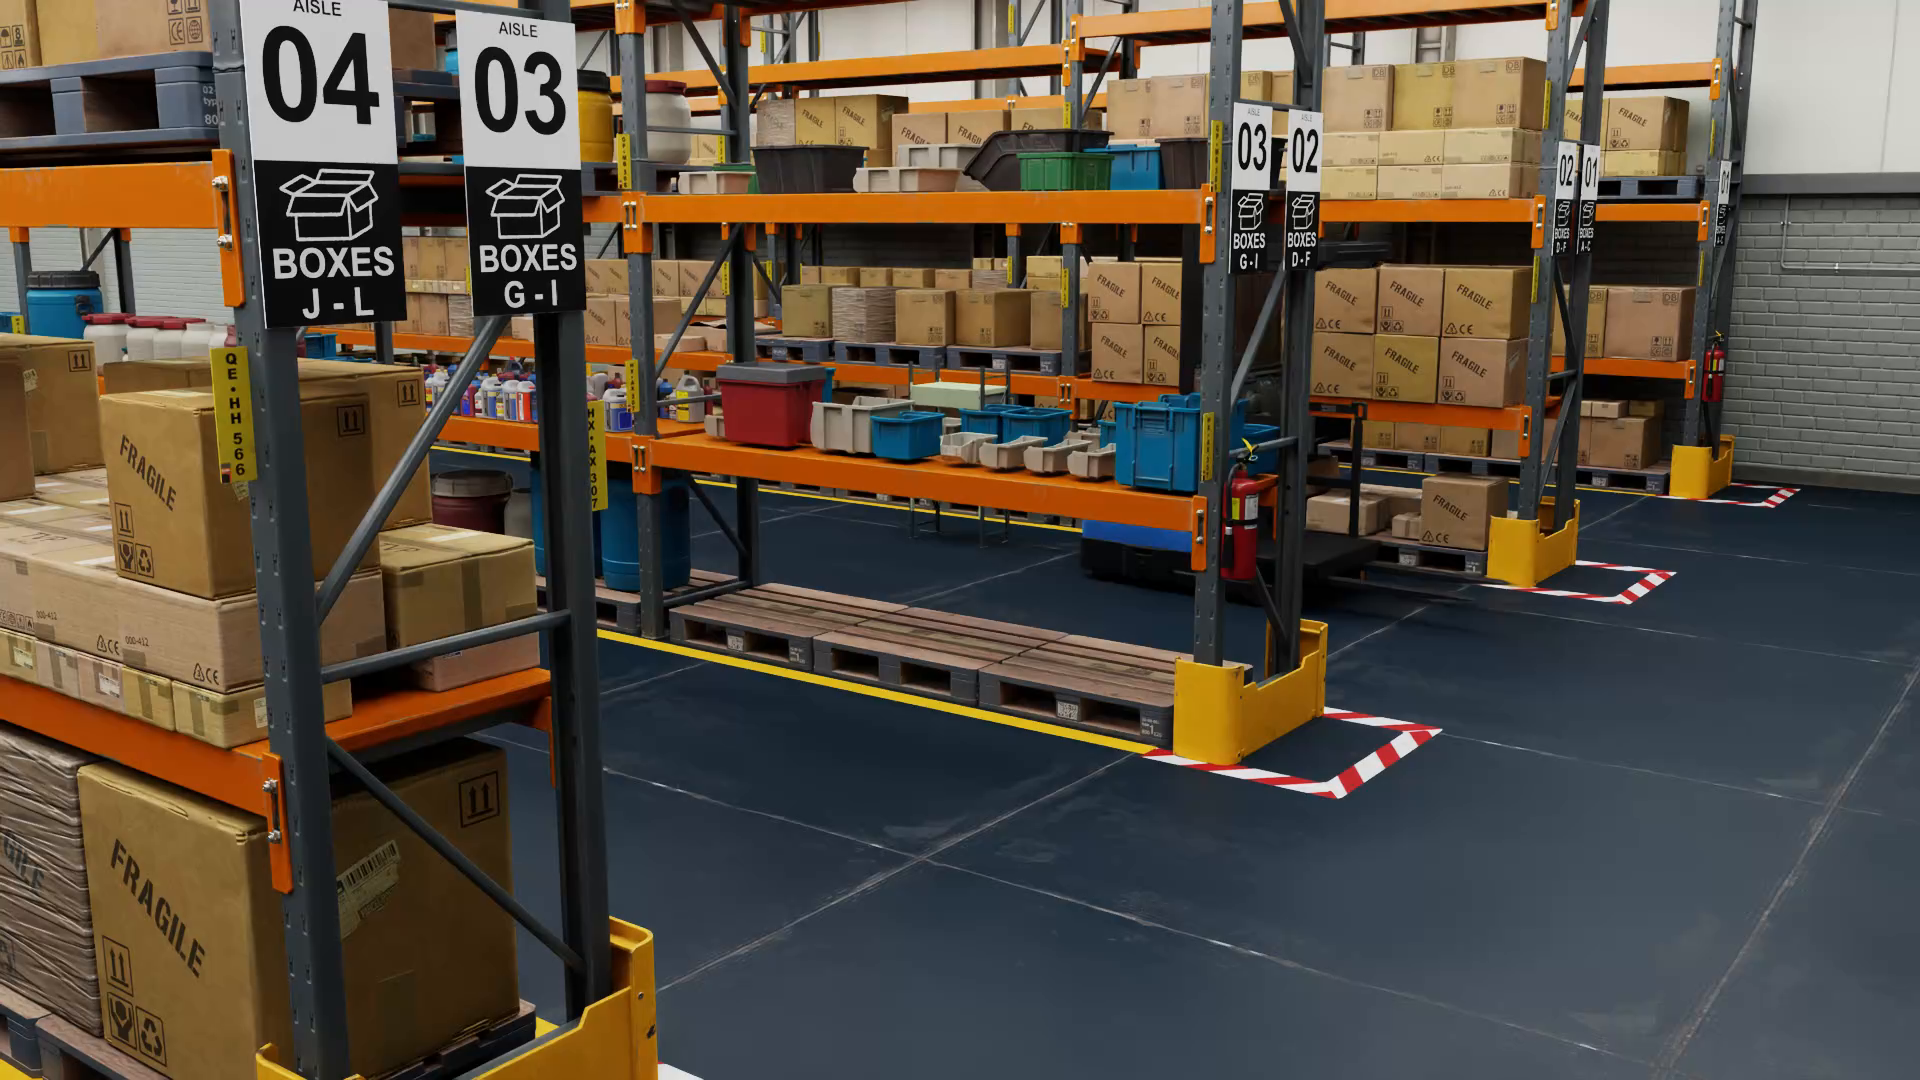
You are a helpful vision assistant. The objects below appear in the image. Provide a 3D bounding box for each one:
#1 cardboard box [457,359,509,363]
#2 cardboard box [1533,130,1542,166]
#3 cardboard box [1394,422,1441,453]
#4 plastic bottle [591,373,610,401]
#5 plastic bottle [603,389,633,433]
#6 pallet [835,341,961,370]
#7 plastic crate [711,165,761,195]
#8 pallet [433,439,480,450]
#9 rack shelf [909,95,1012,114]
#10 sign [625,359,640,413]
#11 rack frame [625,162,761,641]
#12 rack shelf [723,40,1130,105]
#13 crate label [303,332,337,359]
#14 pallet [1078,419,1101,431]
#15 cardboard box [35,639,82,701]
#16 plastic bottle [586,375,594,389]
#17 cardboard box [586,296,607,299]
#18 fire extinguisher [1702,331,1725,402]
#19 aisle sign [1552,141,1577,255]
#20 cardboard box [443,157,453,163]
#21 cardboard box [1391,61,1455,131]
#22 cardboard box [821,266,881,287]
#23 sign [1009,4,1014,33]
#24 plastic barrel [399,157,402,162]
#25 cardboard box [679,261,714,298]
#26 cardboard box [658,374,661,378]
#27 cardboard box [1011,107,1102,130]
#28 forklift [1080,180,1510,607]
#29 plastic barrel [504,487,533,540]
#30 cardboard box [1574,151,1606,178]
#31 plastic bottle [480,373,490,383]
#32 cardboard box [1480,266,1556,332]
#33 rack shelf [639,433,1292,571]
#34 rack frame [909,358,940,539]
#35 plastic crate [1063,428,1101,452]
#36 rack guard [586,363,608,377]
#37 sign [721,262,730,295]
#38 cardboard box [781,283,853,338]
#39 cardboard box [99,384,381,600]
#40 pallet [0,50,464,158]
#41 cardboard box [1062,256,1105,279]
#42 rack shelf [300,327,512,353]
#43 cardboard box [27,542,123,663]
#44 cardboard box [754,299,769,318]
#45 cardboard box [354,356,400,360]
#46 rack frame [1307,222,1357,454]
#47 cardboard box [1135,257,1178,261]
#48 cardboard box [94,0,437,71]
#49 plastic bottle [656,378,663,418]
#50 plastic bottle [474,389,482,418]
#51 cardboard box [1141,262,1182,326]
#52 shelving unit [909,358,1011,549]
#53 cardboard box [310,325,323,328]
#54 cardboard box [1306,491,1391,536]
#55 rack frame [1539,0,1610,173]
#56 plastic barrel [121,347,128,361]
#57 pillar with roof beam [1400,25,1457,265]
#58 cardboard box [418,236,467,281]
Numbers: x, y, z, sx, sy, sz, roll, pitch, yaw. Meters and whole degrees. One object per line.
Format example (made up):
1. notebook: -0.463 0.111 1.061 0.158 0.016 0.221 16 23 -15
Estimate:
1. cardboard box: -5.823 -1.944 20.340 0.500 0.500 0.500 8 13 36
2. cardboard box: 4.186 -2.957 12.601 0.500 0.250 0.500 8 13 36
3. cardboard box: 5.096 -1.246 18.048 0.500 0.500 0.700 8 13 35
4. plastic bottle: -2.607 -1.061 11.942 0.135 0.276 0.152 8 13 36
5. plastic bottle: -2.222 -0.841 10.806 0.135 0.276 0.152 8 13 36
6. pallet: -0.432 -1.803 15.955 1.213 0.211 1.003 8 13 36
7. plastic crate: -1.193 -2.274 10.550 0.662 0.188 0.450 8 13 36
8. pallet: -5.843 -1.291 20.148 1.213 0.211 1.003 8 13 36
9. rack shelf: -0.685 -5.494 21.684 4.000 0.370 1.077 8 13 36
10. sign: -2.040 -0.959 10.361 0.005 0.325 0.100 8 13 36
11. rack frame: -1.713 -0.907 10.821 0.127 3.000 1.000 8 13 36
12. rack shelf: -0.390 -4.286 15.438 4.000 0.370 1.077 8 13 36
13. crate label: -5.578 -1.527 13.934 0.616 0.435 0.502 8 13 36
14. pallet: 1.518 -1.404 20.733 1.213 0.211 1.003 8 13 36
15. cardboard box: -2.517 0.349 4.991 0.250 0.149 0.380 8 14 37
16. plastic bottle: -2.697 -1.037 11.821 0.135 0.276 0.152 8 13 36
17. cardboard box: -4.192 -2.465 18.613 0.500 0.500 0.500 9 14 40
18. fire extinguisher: 7.223 -1.665 15.927 0.183 0.674 0.296 8 13 36
19. aisle sign: 4.319 -2.437 11.885 0.004 0.787 0.394 8 13 36
20. cardboard box: -5.912 -4.426 19.874 0.500 0.311 0.500 7 13 32
21. cardboard box: 3.669 -3.352 12.668 0.500 0.500 0.700 8 13 36
22. cardboard box: -1.461 -3.462 22.606 0.500 0.500 0.700 10 15 41
23. sign: 0.613 -6.232 19.885 0.005 0.325 0.100 8 13 36
24. plastic barrel: -4.482 -3.182 12.448 0.708 0.830 0.600 8 13 36
25. cardboard box: -3.667 -3.747 23.868 0.500 0.500 0.500 7 13 34
26. cardboard box: -4.557 -2.513 25.044 0.500 0.311 0.500 9 14 40
27. cardboard box: 0.859 -3.510 14.746 0.600 0.600 0.600 6 13 30
28. forklift: 2.371 -1.059 11.789 3.031 2.935 1.130 9 14 38
29. plastic barrel: -3.115 -0.112 12.158 0.421 0.512 0.421 0 11 0
30. cardboard box: 6.207 -3.728 16.534 0.500 0.250 0.500 7 13 33
31. plastic bottle: -3.620 -1.172 12.712 0.097 0.201 0.097 0 11 0
32. cardboard box: 4.244 -1.846 12.776 0.500 0.500 0.500 8 14 37
33. rack shelf: -0.101 -0.329 9.727 4.000 0.370 1.077 8 13 36
34. rack frame: -0.300 -0.778 14.104 0.023 1.500 0.400 8 13 36
35. plastic crate: 0.750 -0.561 9.566 0.298 0.136 0.250 8 13 36
36. rack guard: -5.460 -2.537 25.828 0.348 0.500 1.175 8 13 36
37. sign: -2.328 -2.598 16.512 0.005 0.325 0.100 8 13 36
38. cardboard box: -1.428 -2.316 16.737 0.500 0.500 0.700 3 11 17
39. cardboard box: -1.969 -0.154 4.567 0.500 0.500 0.500 8 14 36
40. pallet: -2.025 -1.210 4.724 1.213 0.211 1.003 8 13 36
41. cardboard box: 1.574 -3.296 20.095 0.500 0.250 0.500 8 13 35
42. rack shelf: -6.838 -2.436 20.619 4.000 0.370 1.077 8 13 36
43. cardboard box: -2.377 0.157 4.930 0.500 0.250 0.500 8 13 35
44. cardboard box: -2.858 -3.266 23.358 0.500 0.250 0.500 8 14 36
45. cardboard box: -7.335 -2.034 20.805 0.500 0.500 0.500 8 13 36
46. rack frame: 4.151 -2.424 18.661 0.127 3.000 1.000 8 13 36
47. cardboard box: 2.394 -3.184 19.516 0.500 0.250 0.500 8 13 34
48. cardboard box: -1.872 -1.526 4.493 0.500 0.500 0.700 7 13 32
49. plastic bottle: -2.156 -0.998 11.616 0.135 0.276 0.152 8 13 36
50. plastic bottle: -3.328 -0.952 11.578 0.097 0.201 0.097 0 11 0
51. cardboard box: 1.851 -2.051 13.839 0.500 0.500 0.500 7 13 34
52. shelving unit: -0.005 -0.737 13.891 0.755 1.500 0.431 8 13 36
53. cardboard box: -8.082 -3.009 21.422 0.500 0.500 0.700 8 14 36
54. cardboard box: 3.114 -0.216 13.331 0.500 0.250 0.500 8 13 36
55. rack frame: 4.446 -4.161 11.845 0.127 3.000 1.000 8 13 36
56. plastic barrel: -7.185 -1.566 14.593 0.301 0.262 0.301 0 11 0
57. pillar with roof beam: 2.679 -4.764 14.962 0.400 9.000 9.100 8 13 36
58. cardboard box: -5.996 -3.356 19.801 0.500 0.500 0.700 8 13 35
